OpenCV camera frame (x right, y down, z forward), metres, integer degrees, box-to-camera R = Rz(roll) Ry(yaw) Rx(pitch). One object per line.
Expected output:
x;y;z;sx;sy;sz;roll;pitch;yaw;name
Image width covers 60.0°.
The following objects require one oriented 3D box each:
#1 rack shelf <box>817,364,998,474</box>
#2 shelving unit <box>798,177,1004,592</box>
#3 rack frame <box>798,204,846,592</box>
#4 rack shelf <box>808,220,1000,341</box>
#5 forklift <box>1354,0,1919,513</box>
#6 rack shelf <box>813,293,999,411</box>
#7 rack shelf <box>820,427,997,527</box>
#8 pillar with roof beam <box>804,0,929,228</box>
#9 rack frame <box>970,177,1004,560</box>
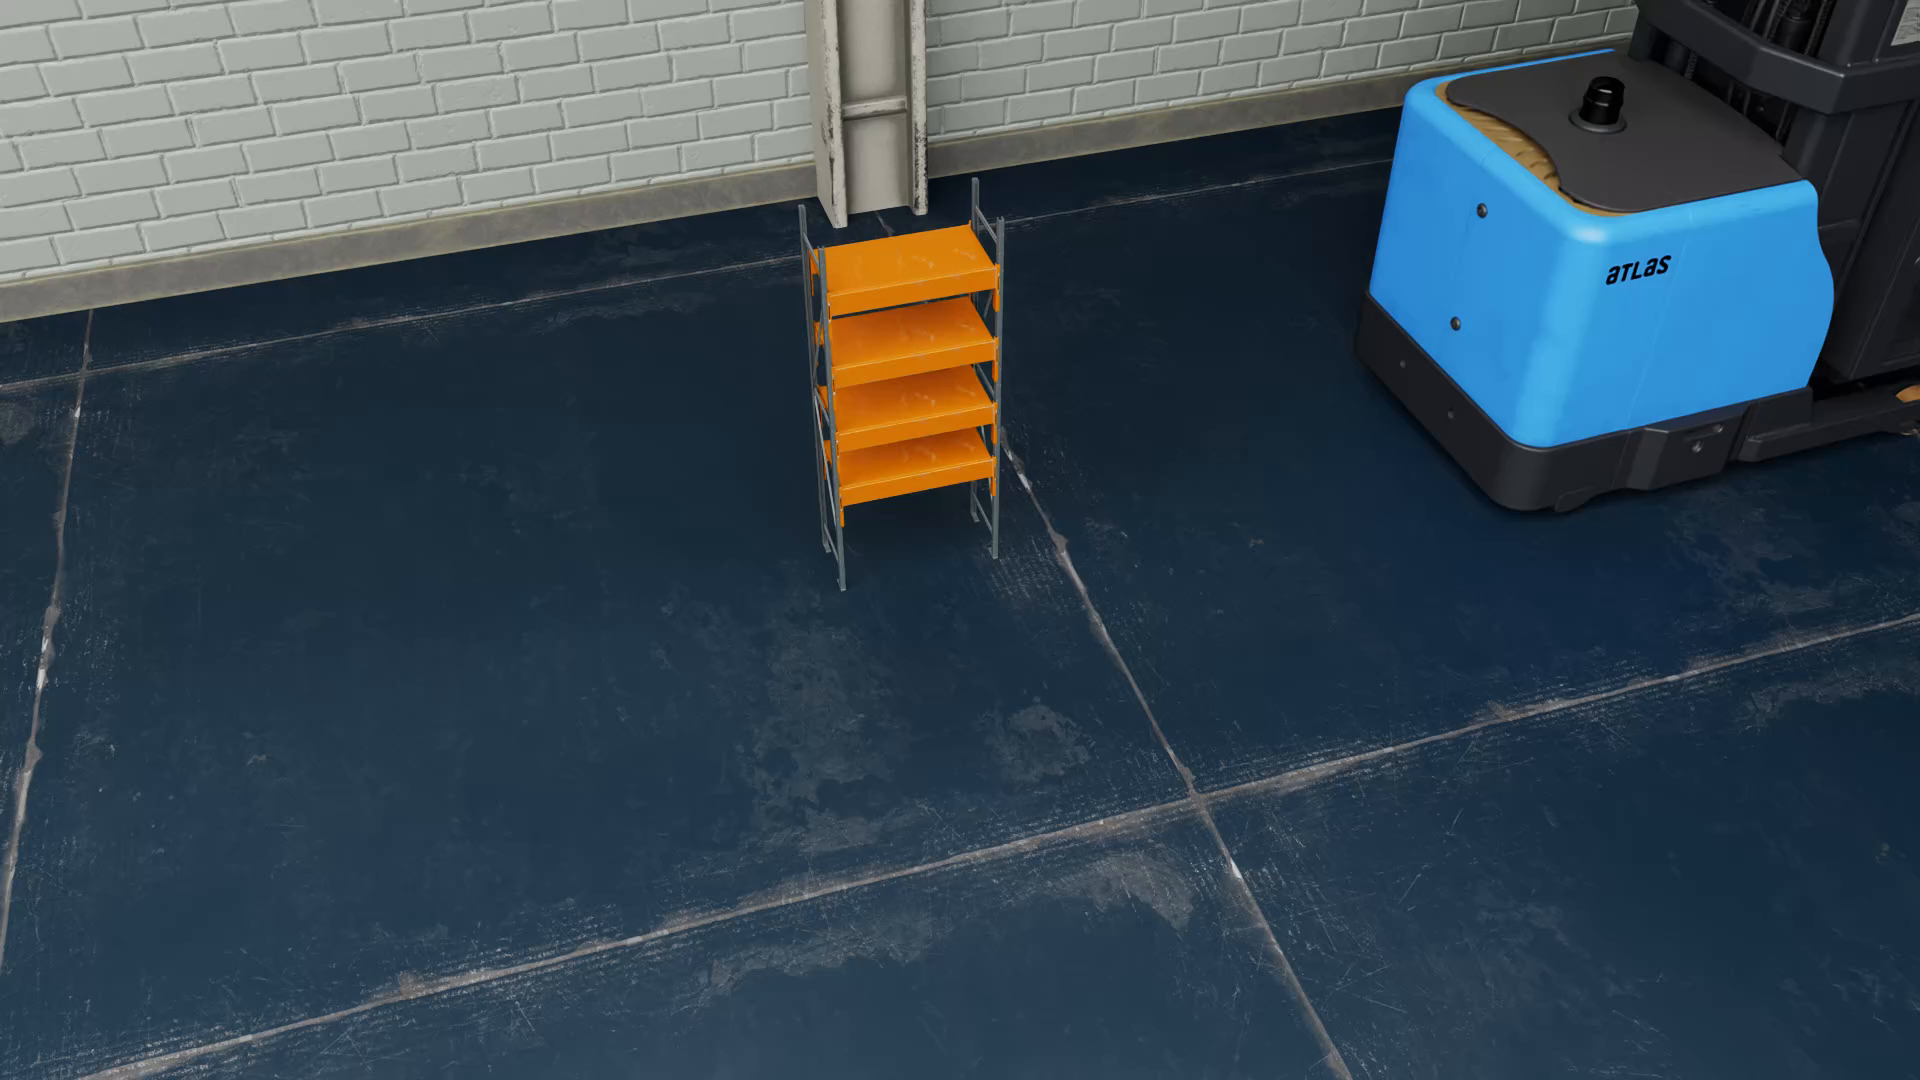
-0.158;-0.368;4.862;0.480;0.148;0.258;-12;42;-13;rack shelf
-0.158;-0.419;4.818;0.503;1.200;0.258;-12;42;-13;shelving unit
-0.391;-0.371;4.763;0.015;1.200;0.240;-12;42;-13;rack frame
-0.158;-0.715;4.559;0.480;0.148;0.258;-12;42;-13;rack shelf
2.977;-1.776;5.055;3.031;2.935;1.130;-13;43;-14;forklift
-0.158;-0.537;4.715;0.480;0.148;0.258;-12;42;-13;rack shelf
-0.158;-0.219;4.993;0.480;0.148;0.258;-12;42;-13;rack shelf
0.931;-2.075;0.786;0.400;9.000;9.100;-12;42;-13;pillar with roof beam
0.075;-0.467;4.873;0.015;1.200;0.240;-12;42;-13;rack frame
